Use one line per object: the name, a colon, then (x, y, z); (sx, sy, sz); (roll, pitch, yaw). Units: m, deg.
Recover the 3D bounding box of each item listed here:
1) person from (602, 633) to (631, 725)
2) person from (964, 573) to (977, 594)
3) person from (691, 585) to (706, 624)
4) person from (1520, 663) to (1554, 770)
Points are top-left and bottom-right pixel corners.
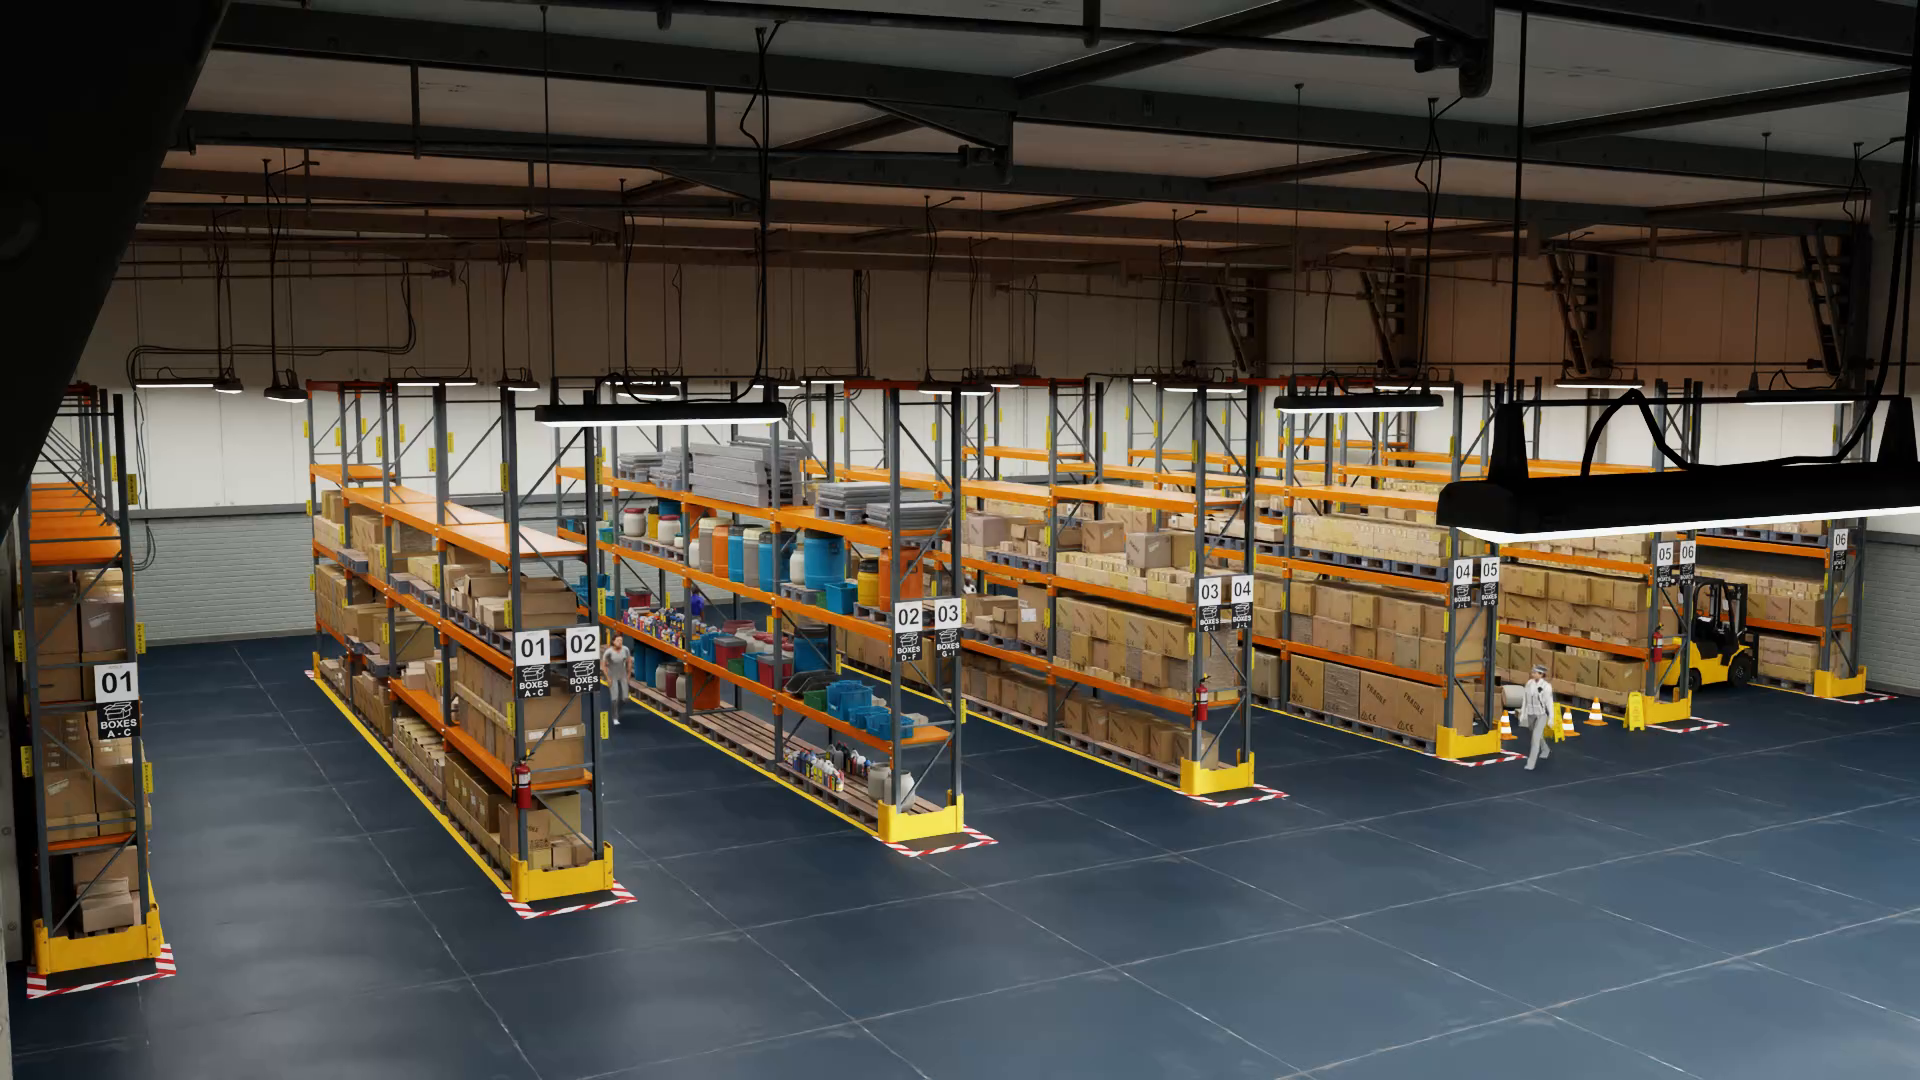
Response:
person: (-6.068, 2.423, 29.319); (0.529, 1.623, 0.576); (-3, 7, -28)
person: (0.185, 1.546, 37.236); (0.463, 1.625, 1.033); (-4, 7, -30)
person: (-5.595, 1.772, 35.155); (0.491, 1.658, 0.459); (3, 7, 23)
person: (9.083, 2.726, 26.104); (0.972, 1.635, 0.521); (-6, 9, -45)
